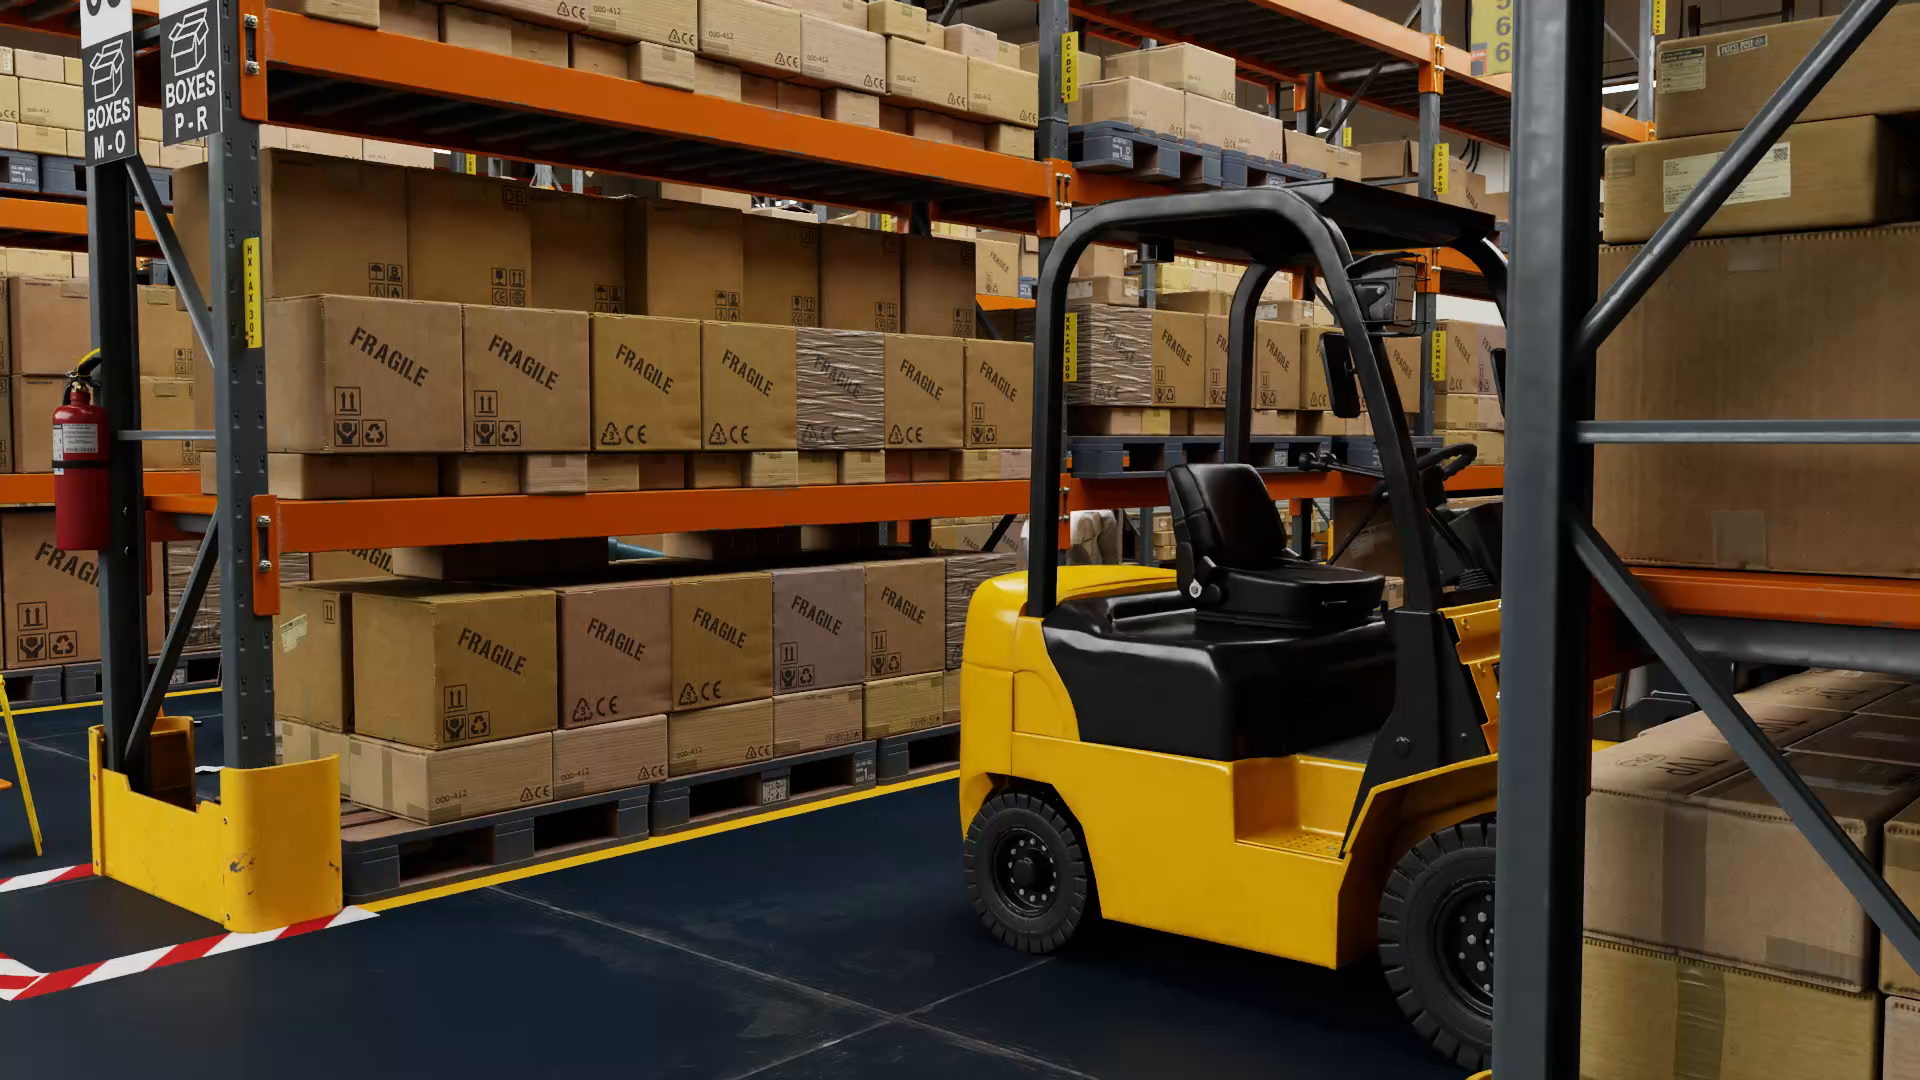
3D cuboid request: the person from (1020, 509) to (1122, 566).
[{"bbox_3d":[0.828,0.223,11.608,0.486,1.133,0.991,3,4,38],"label":"person"}]
